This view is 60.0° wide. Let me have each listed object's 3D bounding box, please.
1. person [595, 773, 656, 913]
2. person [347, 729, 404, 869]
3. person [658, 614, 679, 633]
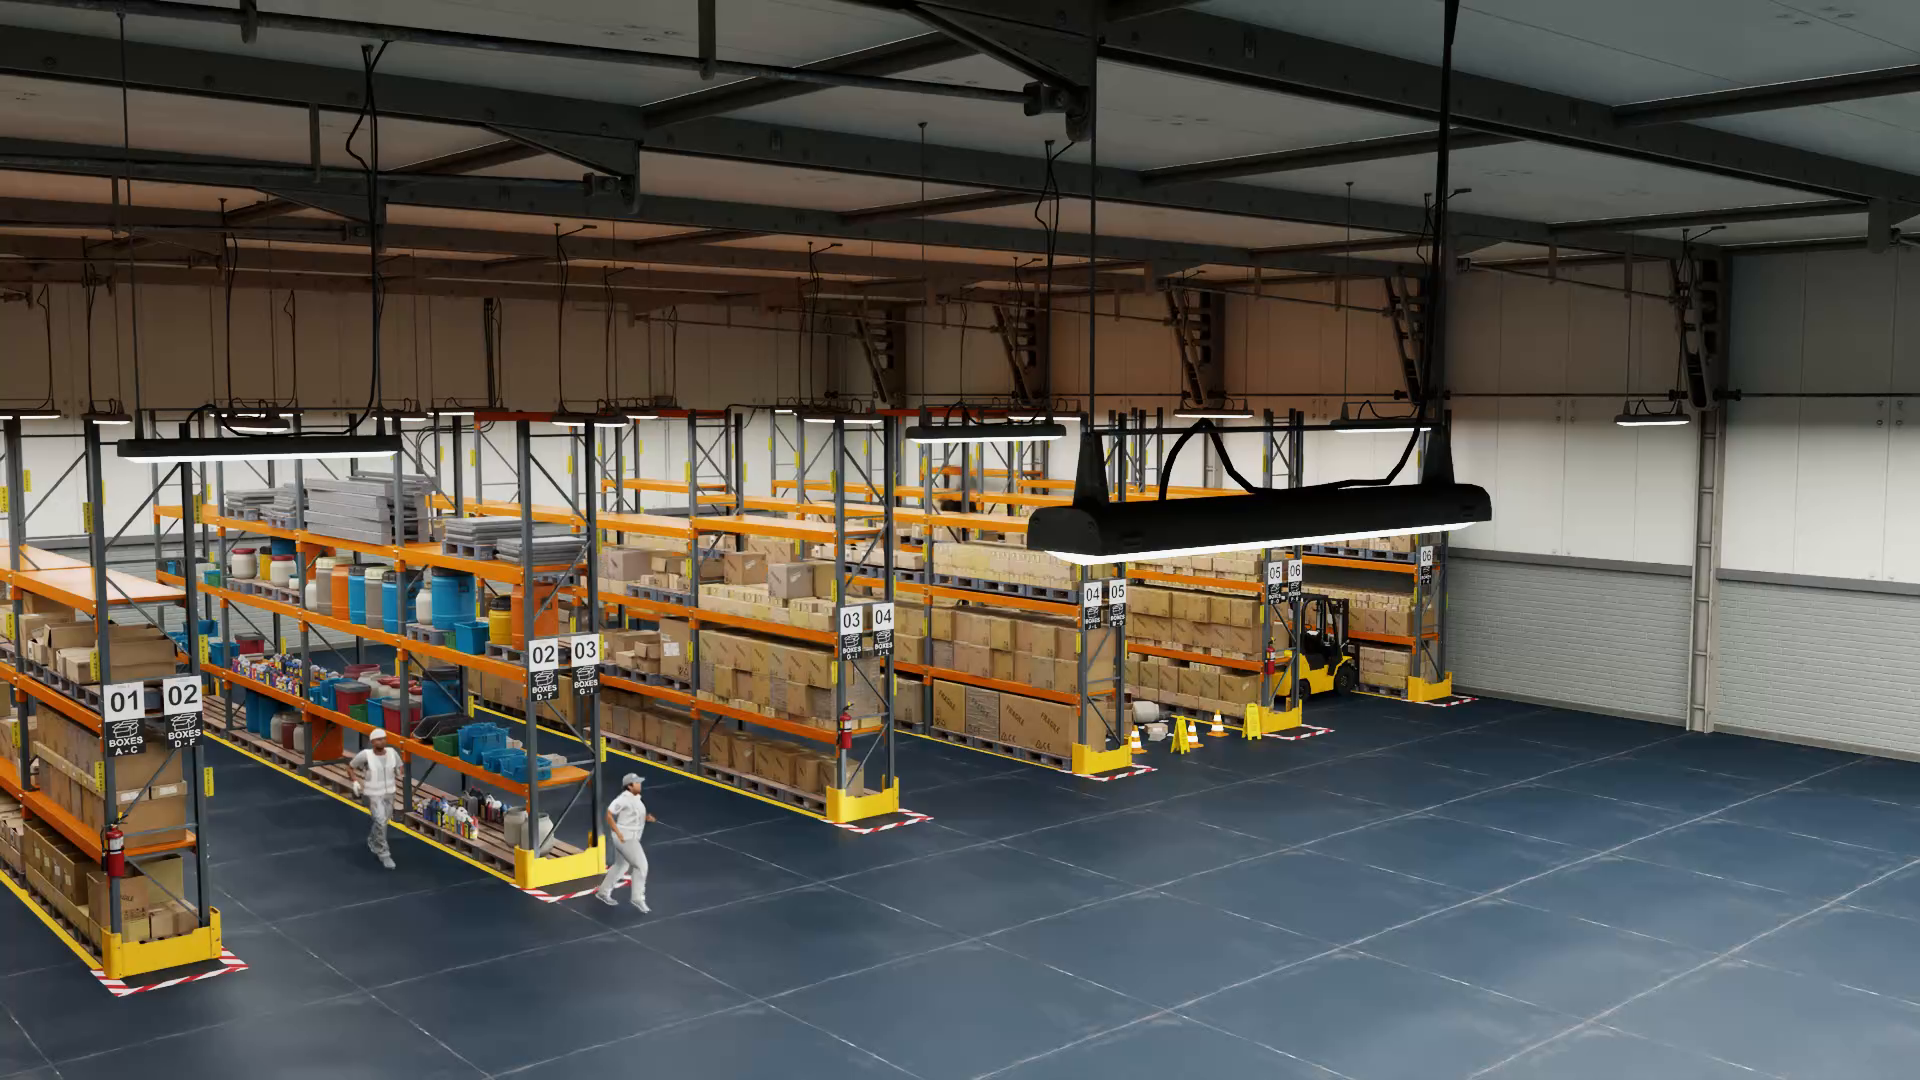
[{"bbox_3d":[-4.125,3.715,20.480,0.749,1.721,0.595,0,5,-3],"label":"person"},{"bbox_3d":[-7.837,3.451,22.461,0.875,1.823,0.669,4,6,39],"label":"person"},{"bbox_3d":[-6.089,2.373,35.300,0.592,1.744,0.677,5,7,43],"label":"person"}]
